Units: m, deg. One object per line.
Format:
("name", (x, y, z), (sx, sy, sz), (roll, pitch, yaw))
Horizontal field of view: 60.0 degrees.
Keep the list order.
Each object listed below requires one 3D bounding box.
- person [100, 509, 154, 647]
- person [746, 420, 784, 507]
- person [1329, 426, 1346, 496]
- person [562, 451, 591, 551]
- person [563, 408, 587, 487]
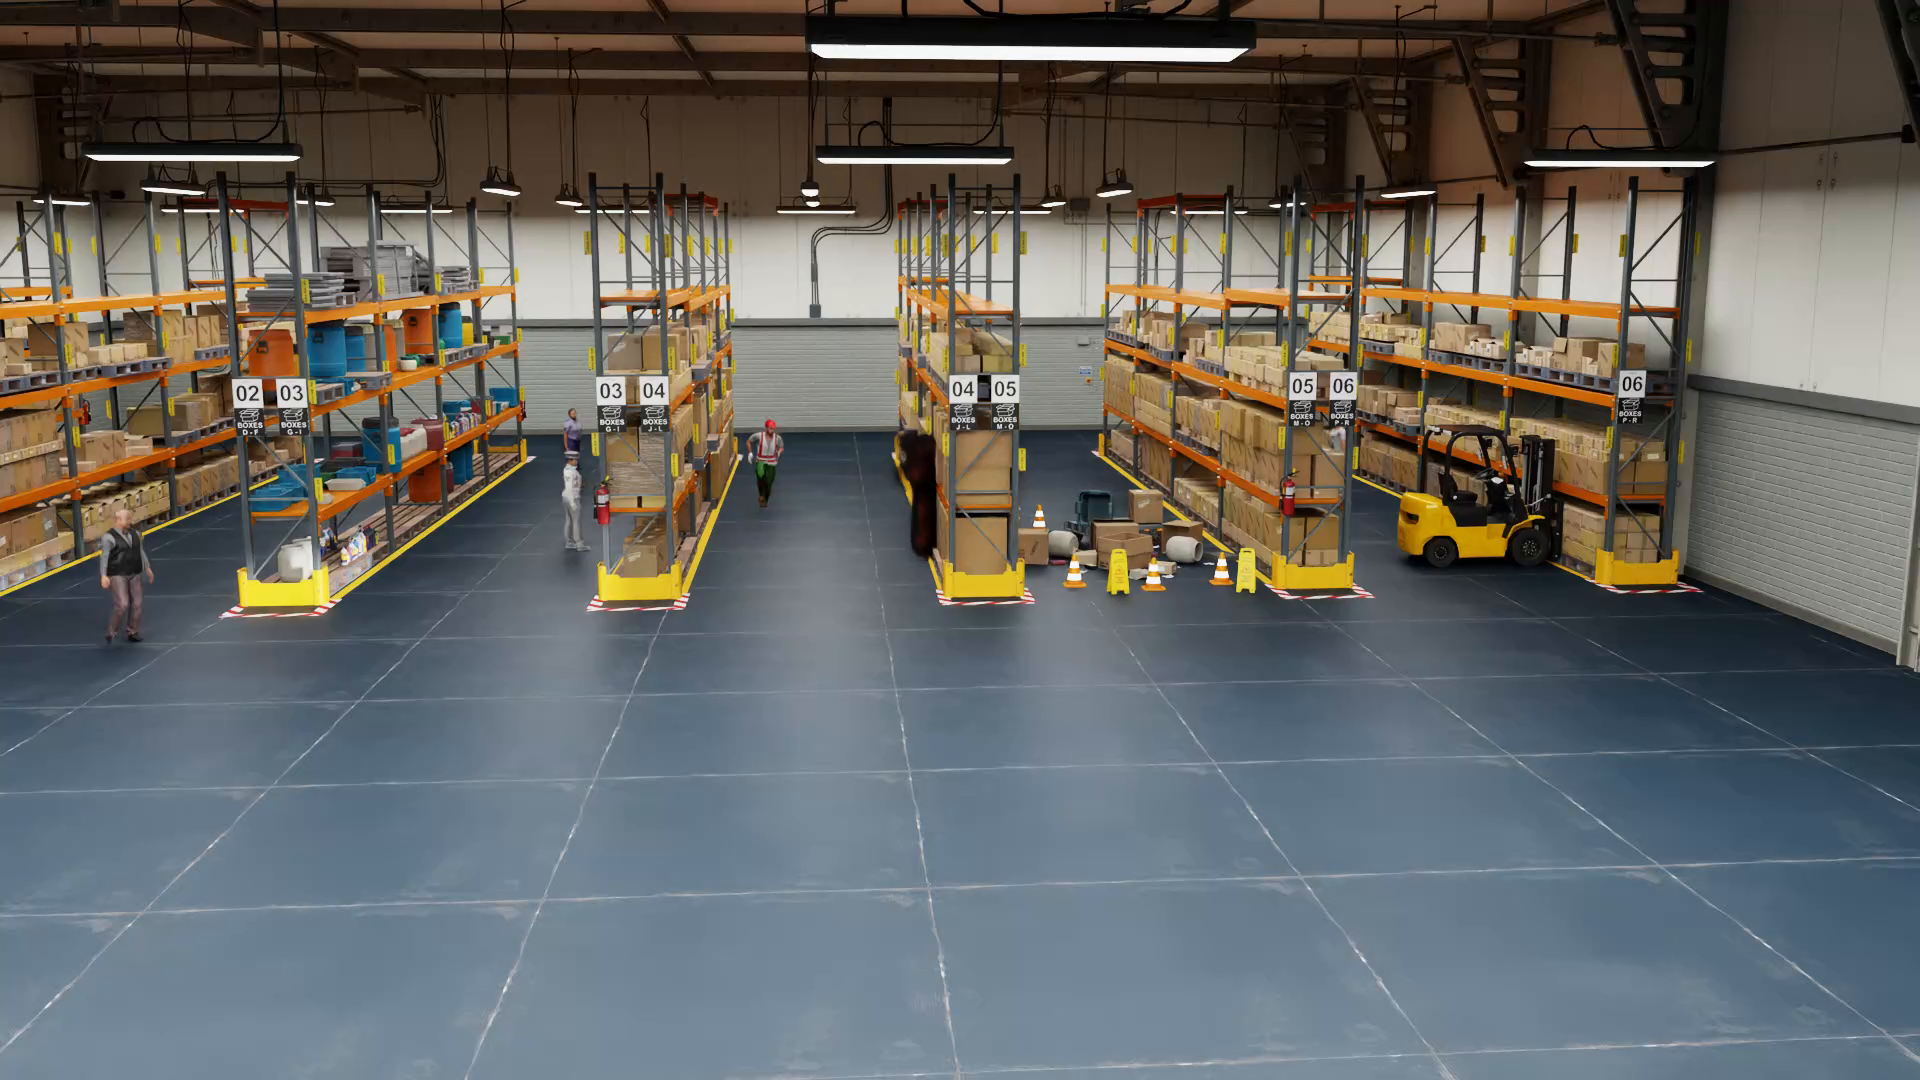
("person", (-10.651, 0.479, 21.226), (0.398, 1.754, 0.652), (5, 11, 28))
("person", (-3.710, -1.449, 31.758), (0.707, 1.721, 0.807), (-2, 10, -9))
("person", (7.549, -1.701, 33.560), (0.423, 1.678, 0.501), (1, 10, 4))
("person", (-6.377, -0.655, 27.579), (0.413, 1.665, 0.533), (-4, 11, -21))
("person", (-8.114, -1.971, 35.196), (0.541, 1.638, 0.534), (1, 10, 8))
